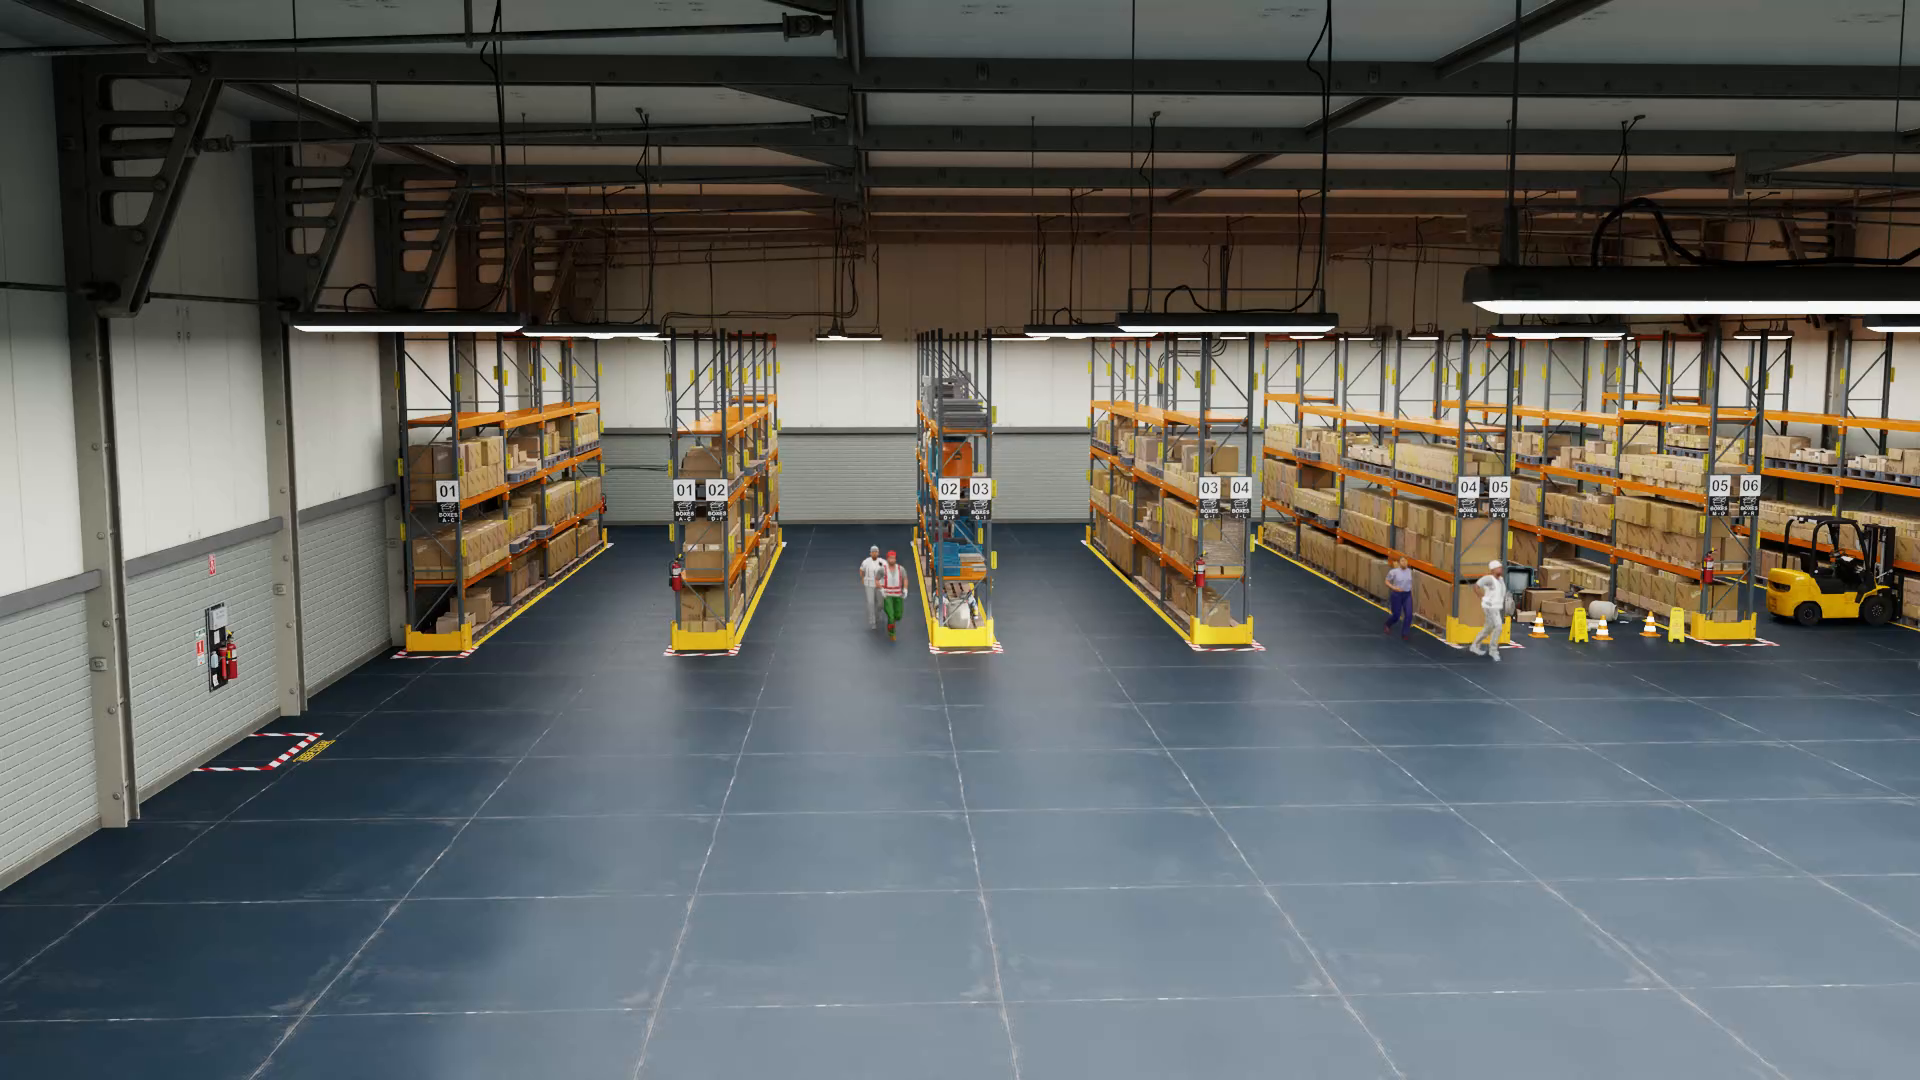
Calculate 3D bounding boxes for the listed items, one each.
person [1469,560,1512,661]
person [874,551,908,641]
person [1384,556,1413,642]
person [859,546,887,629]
[{"bbox_3d":[9.712,1.284,30.370,0.722,1.841,0.658,5,9,38],"label":"person"},{"bbox_3d":[-1.339,1.063,32.283,0.665,1.742,0.639,-2,7,-18],"label":"person"},{"bbox_3d":[8.545,1.141,32.302,0.615,1.656,0.713,-1,7,-11],"label":"person"},{"bbox_3d":[-1.732,0.938,33.688,0.619,1.637,0.862,-1,7,-7],"label":"person"}]
